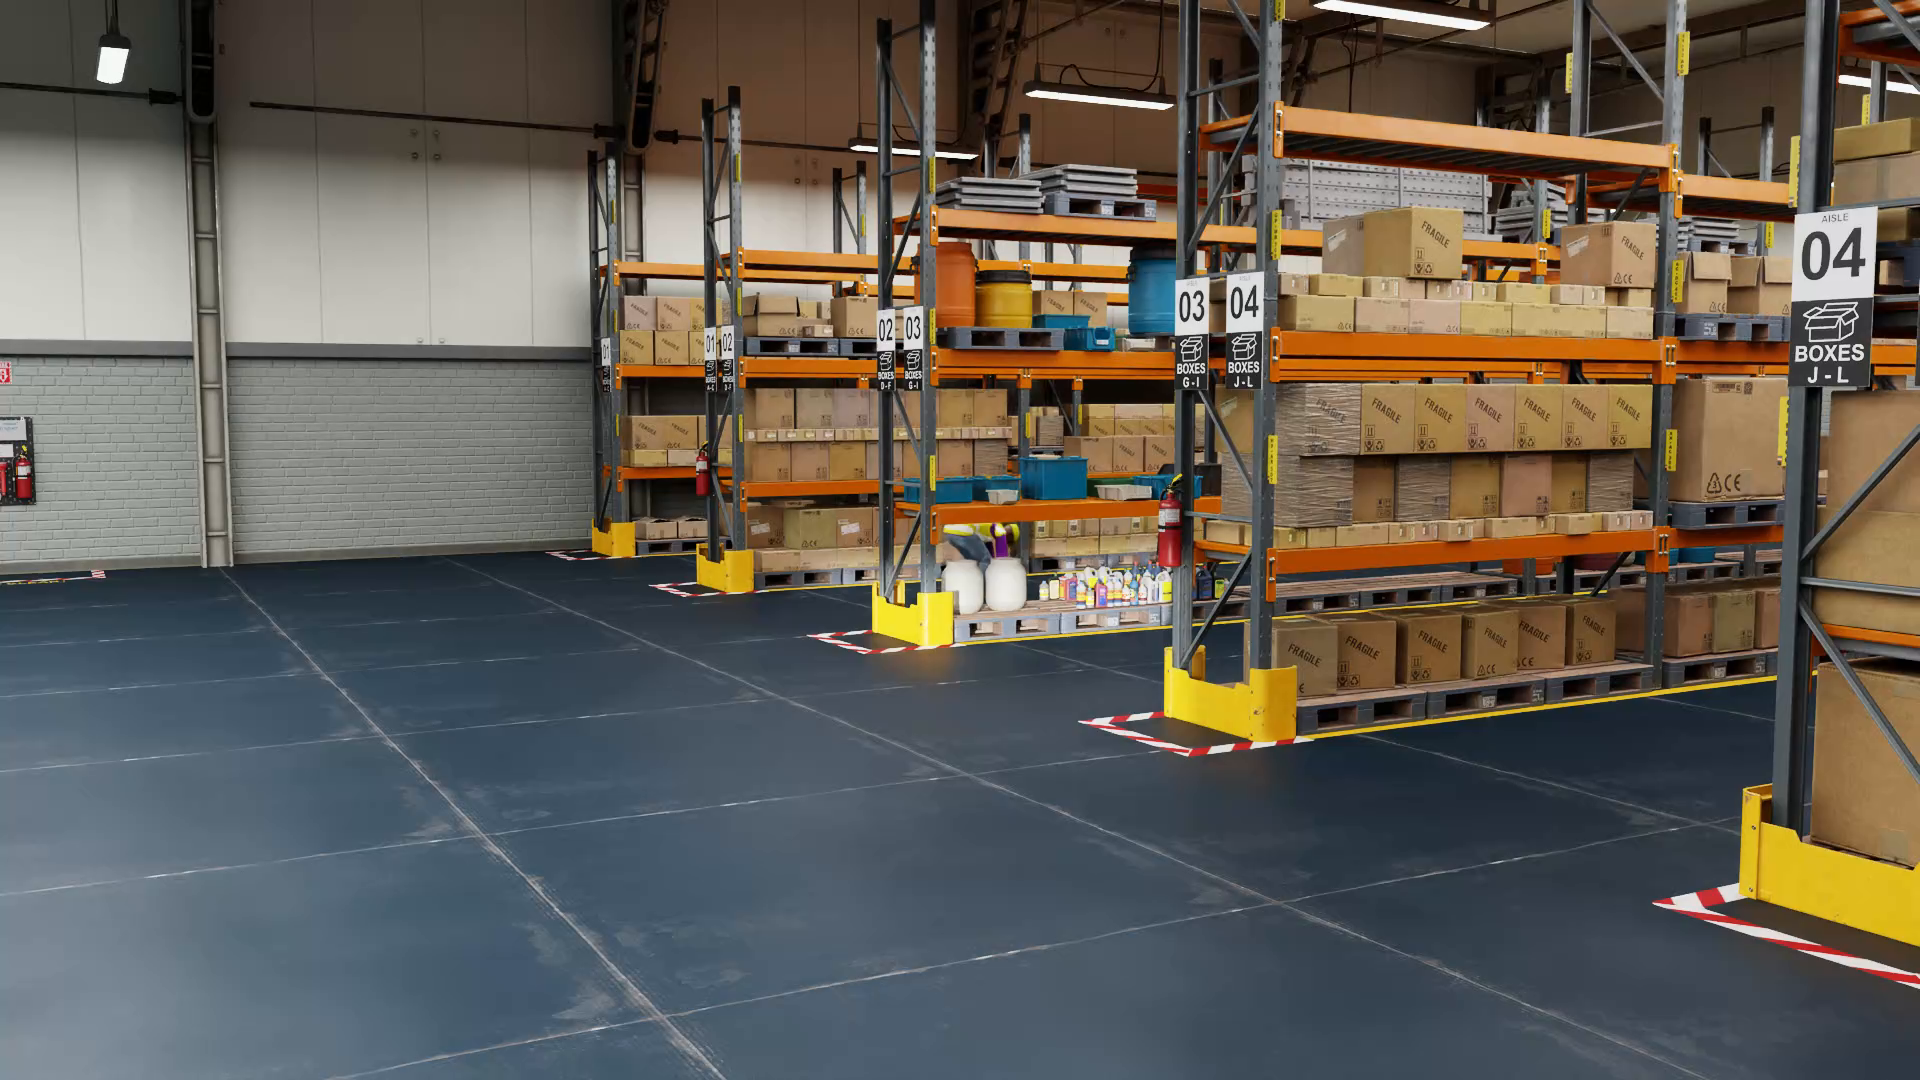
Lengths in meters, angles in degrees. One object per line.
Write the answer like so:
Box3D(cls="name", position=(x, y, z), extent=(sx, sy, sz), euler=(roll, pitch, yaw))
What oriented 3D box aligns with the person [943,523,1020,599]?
Box3D(cls="person", position=(0.275, 0.176, 19.451), extent=(0.976, 1.006, 0.500), euler=(-3, 6, -31))
